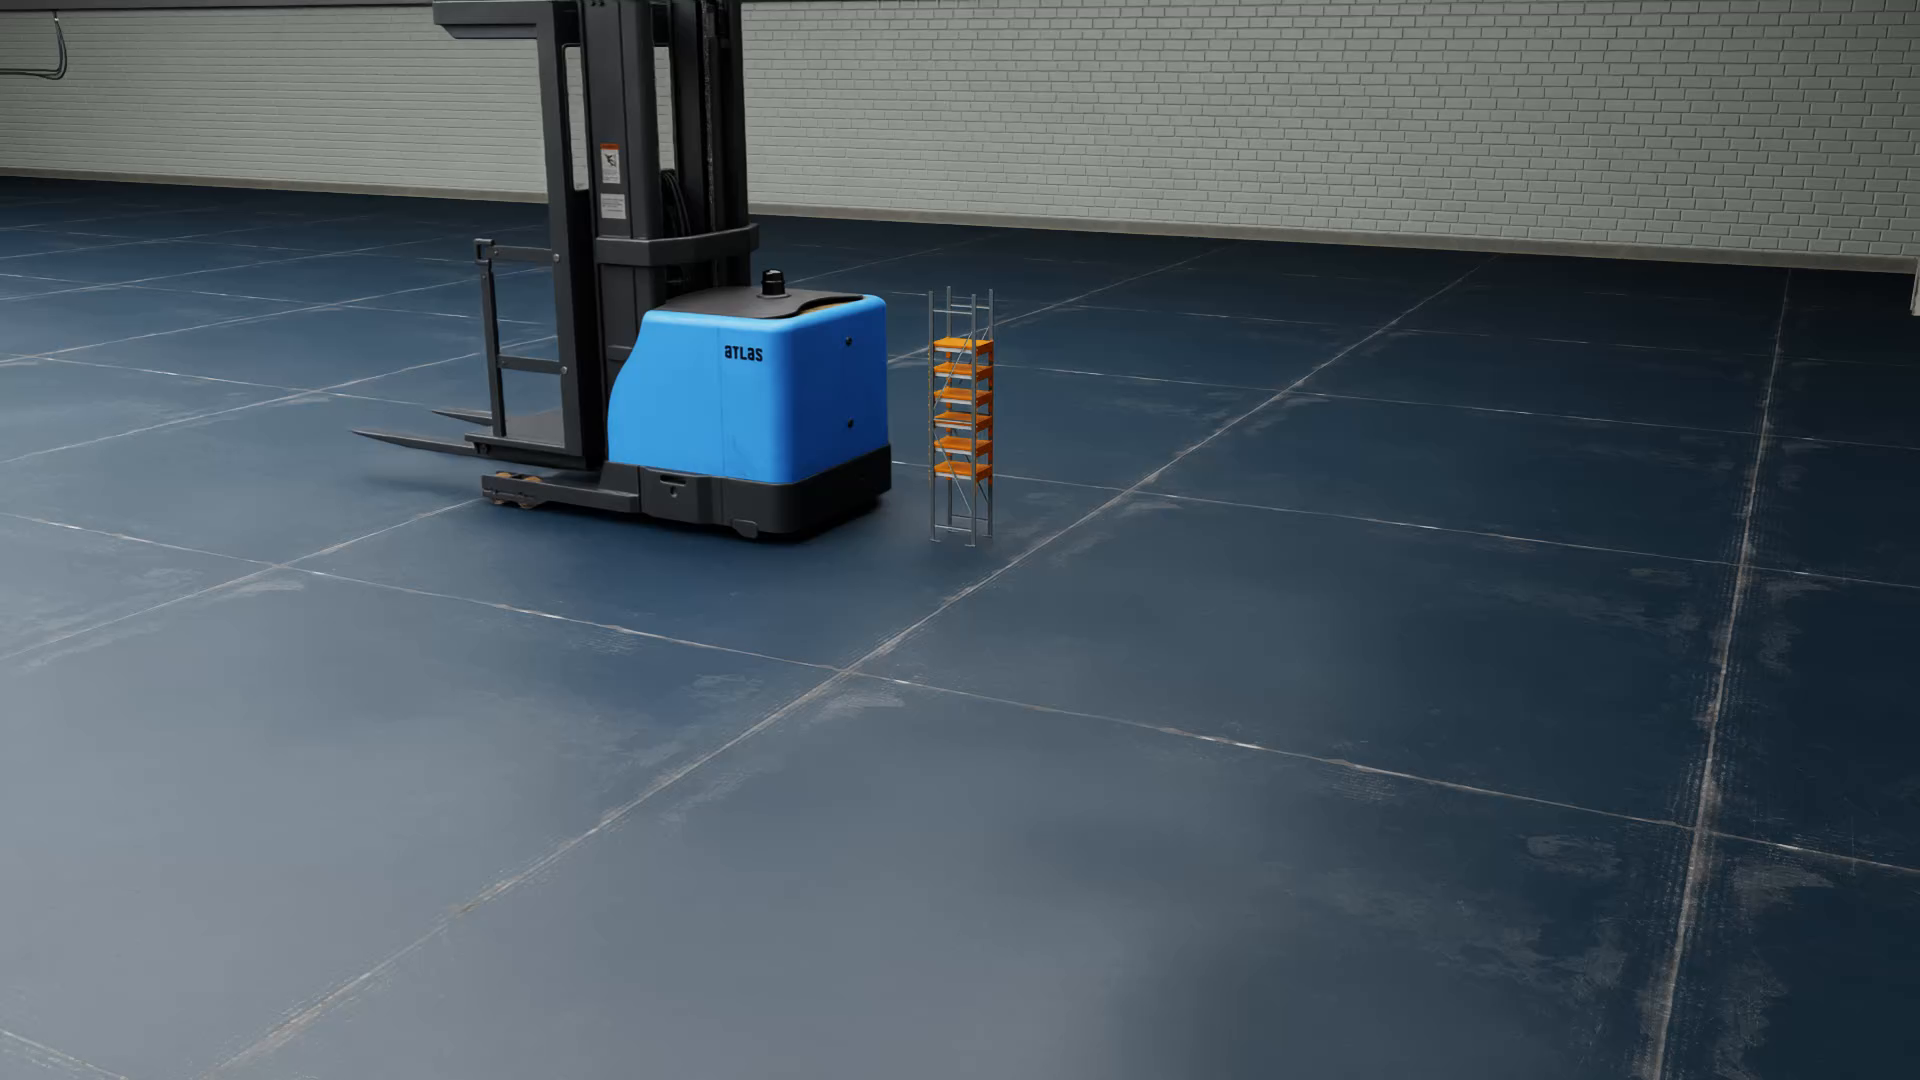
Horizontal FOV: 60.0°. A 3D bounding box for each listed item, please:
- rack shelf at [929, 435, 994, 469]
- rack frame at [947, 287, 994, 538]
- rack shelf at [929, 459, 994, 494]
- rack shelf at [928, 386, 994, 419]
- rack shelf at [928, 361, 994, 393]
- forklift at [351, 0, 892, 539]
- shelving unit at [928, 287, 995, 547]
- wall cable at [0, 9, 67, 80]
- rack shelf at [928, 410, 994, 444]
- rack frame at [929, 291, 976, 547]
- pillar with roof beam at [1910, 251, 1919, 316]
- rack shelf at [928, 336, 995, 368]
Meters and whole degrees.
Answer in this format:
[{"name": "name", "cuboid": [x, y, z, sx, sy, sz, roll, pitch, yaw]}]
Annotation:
[{"name": "rack shelf", "cuboid": [0.006, -0.421, 7.913, 0.258, 0.103, 0.180, 8, 18, 25]}, {"name": "rack frame", "cuboid": [0.047, -0.602, 7.944, 0.240, 1.200, 0.006, 8, 18, 25]}, {"name": "rack shelf", "cuboid": [0.006, -0.306, 7.947, 0.258, 0.103, 0.180, 8, 18, 25]}, {"name": "rack shelf", "cuboid": [0.006, -0.651, 7.844, 0.258, 0.103, 0.180, 8, 18, 25]}, {"name": "rack shelf", "cuboid": [0.006, -0.766, 7.810, 0.258, 0.103, 0.180, 8, 18, 25]}, {"name": "forklift", "cuboid": [-1.906, -1.686, 8.554, 3.031, 2.935, 1.130, 8, 18, 26]}, {"name": "shelving unit", "cuboid": [0.006, -0.579, 7.866, 0.258, 1.200, 0.189, 8, 18, 25]}, {"name": "wall cable", "cuboid": [-17.017, -9.440, 29.455, 3.097, 2.526, 0.112, 8, 18, 25]}, {"name": "rack shelf", "cuboid": [0.006, -0.536, 7.879, 0.258, 0.103, 0.180, 8, 18, 25]}, {"name": "rack frame", "cuboid": [-0.034, -0.556, 7.787, 0.240, 1.200, 0.006, 8, 18, 25]}, {"name": "pillar with roof beam", "cuboid": [4.813, -6.886, 15.404, 9.100, 9.000, 0.400, 8, 18, 25]}, {"name": "rack shelf", "cuboid": [0.006, -0.881, 7.776, 0.258, 0.103, 0.180, 8, 18, 25]}]
